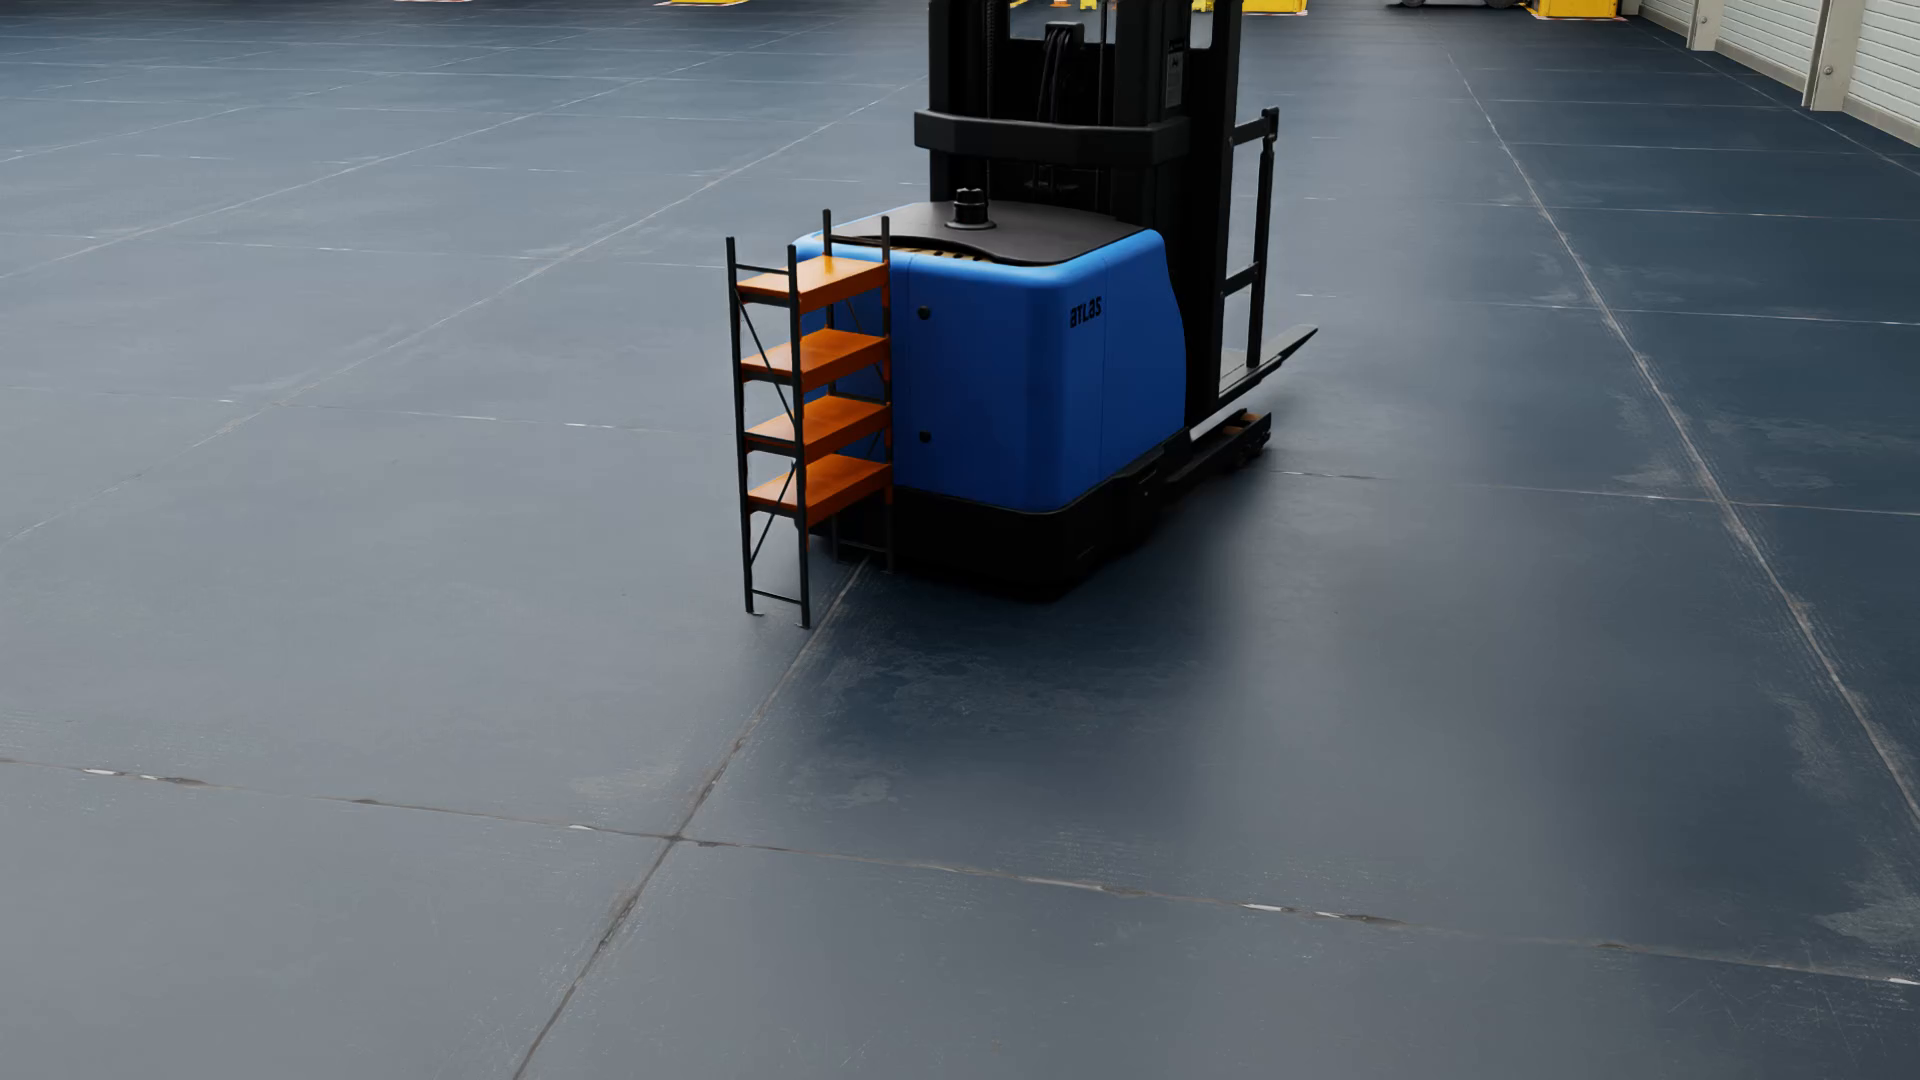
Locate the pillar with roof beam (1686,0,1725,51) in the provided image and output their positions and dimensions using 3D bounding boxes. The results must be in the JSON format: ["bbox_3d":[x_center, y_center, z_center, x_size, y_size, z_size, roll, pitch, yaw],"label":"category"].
[{"bbox_3d":[5.562,-10.975,21.058,9.100,9.000,0.400,4,22,11],"label":"pillar with roof beam"}]

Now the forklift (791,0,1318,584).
[{"bbox_3d":[0.604,-1.724,6.211,1.130,2.935,3.031,12,25,28],"label":"forklift"}]

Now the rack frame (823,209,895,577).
[{"bbox_3d":[-0.324,-0.459,5.388,0.240,1.200,0.015,12,25,28],"label":"rack frame"}]

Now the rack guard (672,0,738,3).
[{"bbox_3d":[-4.570,-9.873,29.698,1.175,0.500,0.348,4,22,11],"label":"rack guard"}]

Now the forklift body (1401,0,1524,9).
[{"bbox_3d":[8.577,-10.311,28.576,2.313,2.155,1.214,4,22,11],"label":"forklift body"}]

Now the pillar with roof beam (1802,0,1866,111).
[{"bbox_3d":[4.338,-8.780,15.609,9.100,9.000,0.400,4,22,11],"label":"pillar with roof beam"}]

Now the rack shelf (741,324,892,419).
[{"bbox_3d":[-0.448,-0.526,5.135,0.258,0.148,0.480,12,25,28],"label":"rack shelf"}]

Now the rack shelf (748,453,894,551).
[{"bbox_3d":[-0.448,-0.134,5.293,0.258,0.148,0.480,12,25,28],"label":"rack shelf"}]

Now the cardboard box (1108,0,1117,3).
[{"bbox_3d":[2.996,-9.926,29.827,0.797,0.503,0.637,-11,25,-26],"label":"cardboard box"}]

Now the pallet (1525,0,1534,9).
[{"bbox_3d":[10.342,-9.306,28.678,1.003,0.211,1.213,4,22,11],"label":"pallet"}]

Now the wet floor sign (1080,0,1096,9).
[{"bbox_3d":[2.182,-9.336,28.170,0.267,0.644,0.232,1,22,2],"label":"wet floor sign"}]

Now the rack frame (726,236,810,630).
[{"bbox_3d":[-0.572,-0.302,4.998,0.240,1.200,0.015,12,25,28],"label":"rack frame"}]

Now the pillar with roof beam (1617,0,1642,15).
[{"bbox_3d":[6.786,-13.169,26.506,9.100,9.000,0.400,4,22,11],"label":"pillar with roof beam"}]

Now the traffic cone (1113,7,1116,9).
[{"bbox_3d":[2.785,-9.288,28.296,0.336,0.463,0.334,4,22,11],"label":"traffic cone"}]

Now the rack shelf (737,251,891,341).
[{"bbox_3d":[-0.448,-0.745,5.046,0.258,0.148,0.480,12,25,28],"label":"rack shelf"}]

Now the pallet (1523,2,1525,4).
[{"bbox_3d":[10.589,-9.754,29.789,1.003,0.211,1.213,4,22,11],"label":"pallet"}]

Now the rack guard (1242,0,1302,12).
[{"bbox_3d":[5.132,-9.117,27.822,1.175,0.500,0.348,4,22,11],"label":"rack guard"}]

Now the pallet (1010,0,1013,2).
[{"bbox_3d":[0.336,-9.594,29.394,1.003,0.211,1.213,4,22,11],"label":"pallet"}]

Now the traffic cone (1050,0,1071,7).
[{"bbox_3d":[1.748,-9.499,28.819,0.336,0.463,0.334,4,22,11],"label":"traffic cone"}]

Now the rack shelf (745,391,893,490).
[{"bbox_3d":[-0.448,-0.319,5.218,0.258,0.148,0.480,12,25,28],"label":"rack shelf"}]

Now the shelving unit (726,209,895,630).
[{"bbox_3d":[-0.448,-0.381,5.193,0.258,1.200,0.503,12,25,28],"label":"shelving unit"}]

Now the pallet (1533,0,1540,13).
[{"bbox_3d":[10.091,-8.861,27.574,1.003,0.211,1.213,4,22,11],"label":"pallet"}]

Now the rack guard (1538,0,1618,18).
[{"bbox_3d":[9.971,-8.704,26.796,1.175,0.500,0.348,4,22,11],"label":"rack guard"}]

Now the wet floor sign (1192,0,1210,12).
[{"bbox_3d":[4.030,-9.169,27.756,0.267,0.644,0.232,13,25,29],"label":"wet floor sign"}]

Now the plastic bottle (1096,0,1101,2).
[{"bbox_3d":[2.446,-9.755,29.994,0.133,0.061,0.283,-3,22,-8],"label":"plastic bottle"}]
